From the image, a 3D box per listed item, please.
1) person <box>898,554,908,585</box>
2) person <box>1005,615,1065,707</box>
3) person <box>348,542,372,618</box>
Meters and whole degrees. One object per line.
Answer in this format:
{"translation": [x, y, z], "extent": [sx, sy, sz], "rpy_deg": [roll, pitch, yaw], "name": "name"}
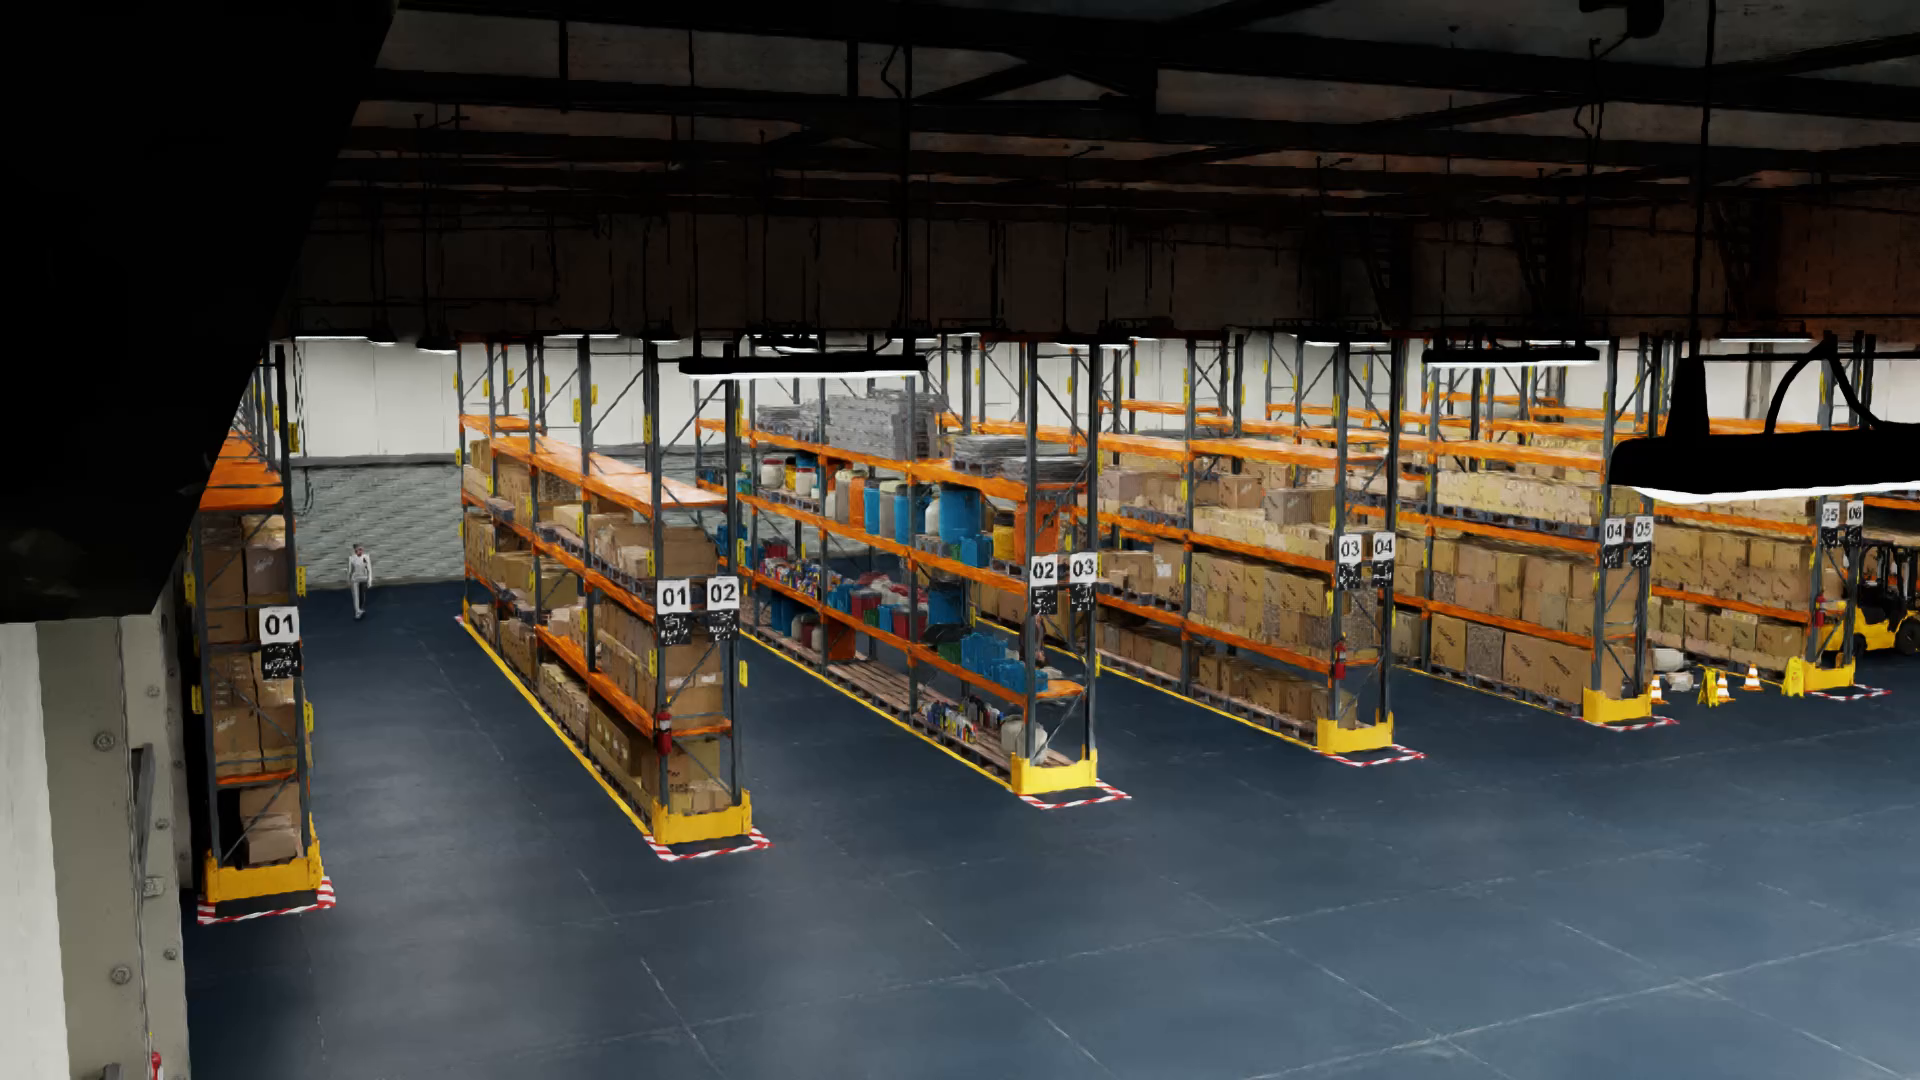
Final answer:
{"translation": [-1.150, 0.645, 36.028], "extent": [0.378, 1.666, 0.576], "rpy_deg": [-2, 8, -17], "name": "person"}
{"translation": [1.150, 1.862, 26.841], "extent": [0.735, 1.712, 0.904], "rpy_deg": [-7, 10, -41], "name": "person"}
{"translation": [-12.619, 0.812, 35.006], "extent": [0.488, 1.587, 1.089], "rpy_deg": [-4, 9, -27], "name": "person"}
